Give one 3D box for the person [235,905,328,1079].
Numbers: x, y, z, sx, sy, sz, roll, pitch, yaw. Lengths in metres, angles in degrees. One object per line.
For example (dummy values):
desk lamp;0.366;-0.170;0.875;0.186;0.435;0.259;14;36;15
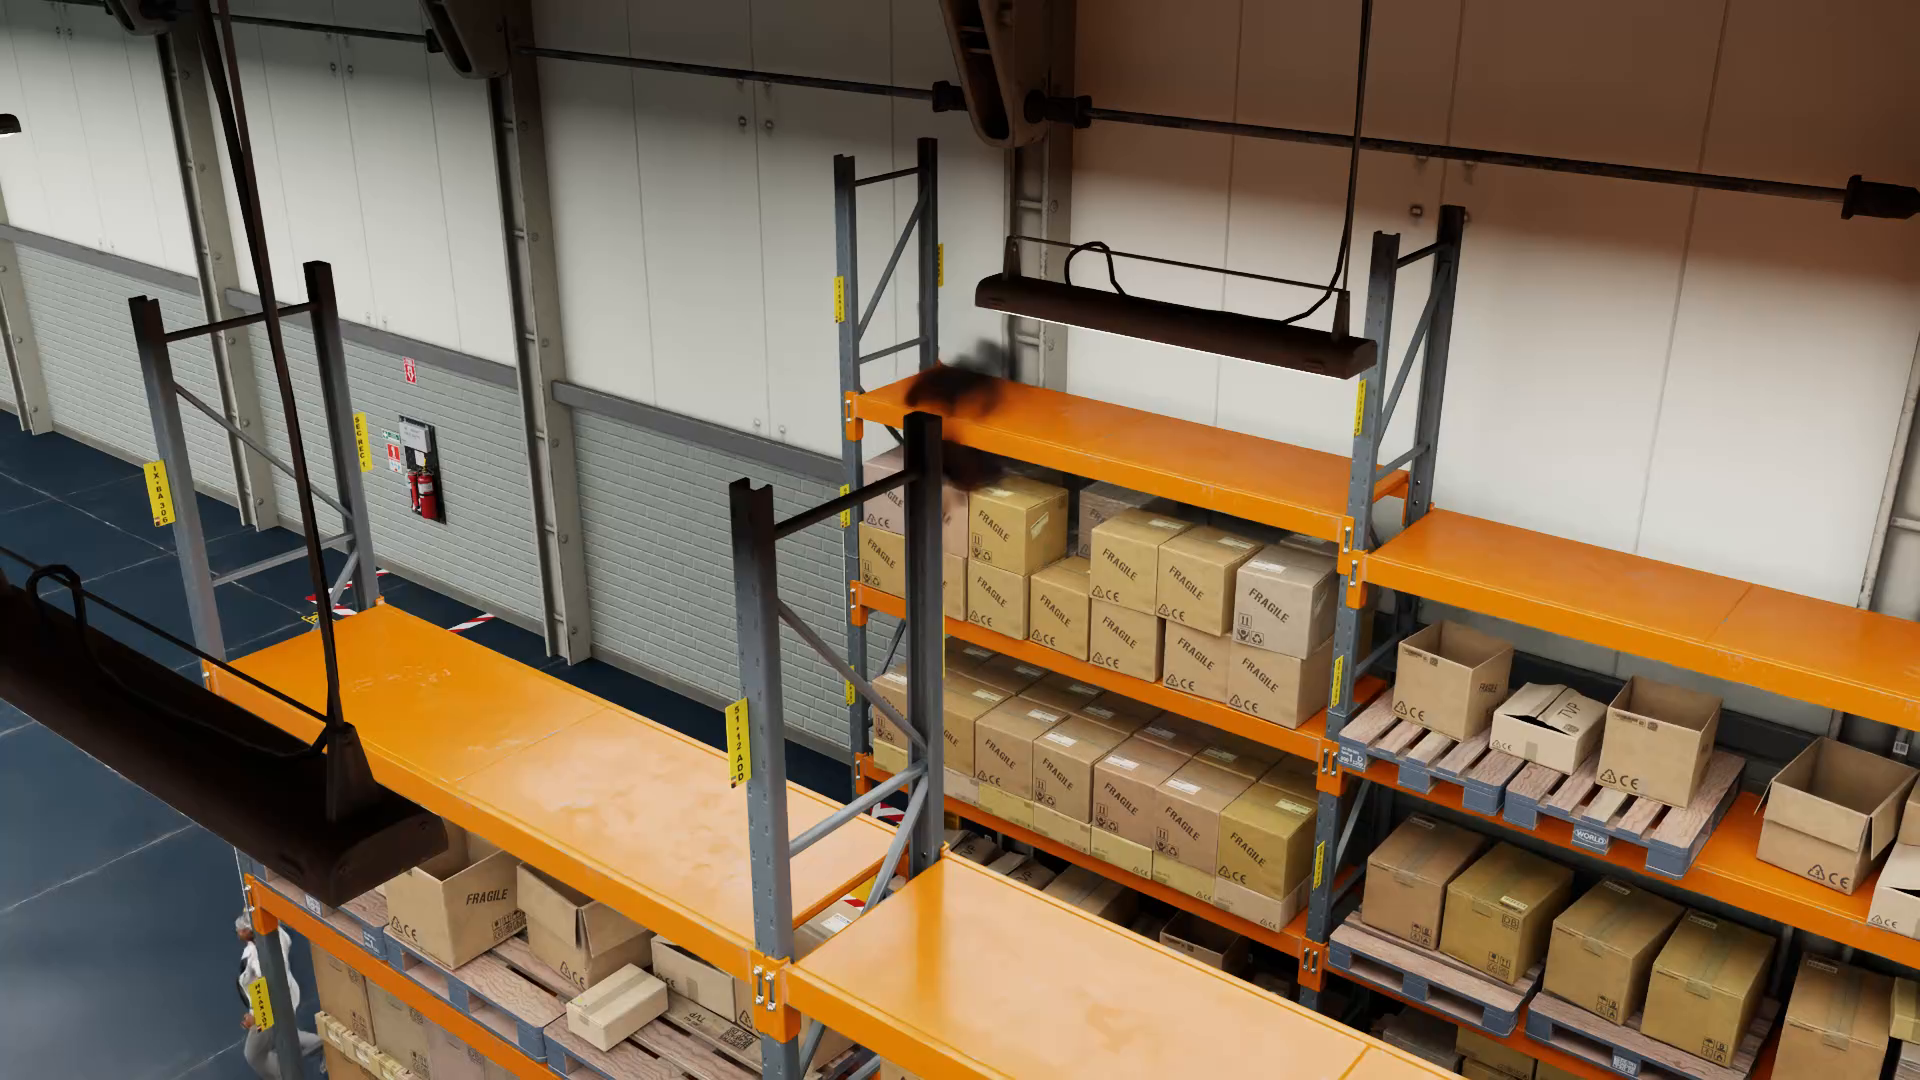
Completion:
person;-4.564;3.117;11.087;0.575;1.682;0.593;-6;23;-14
